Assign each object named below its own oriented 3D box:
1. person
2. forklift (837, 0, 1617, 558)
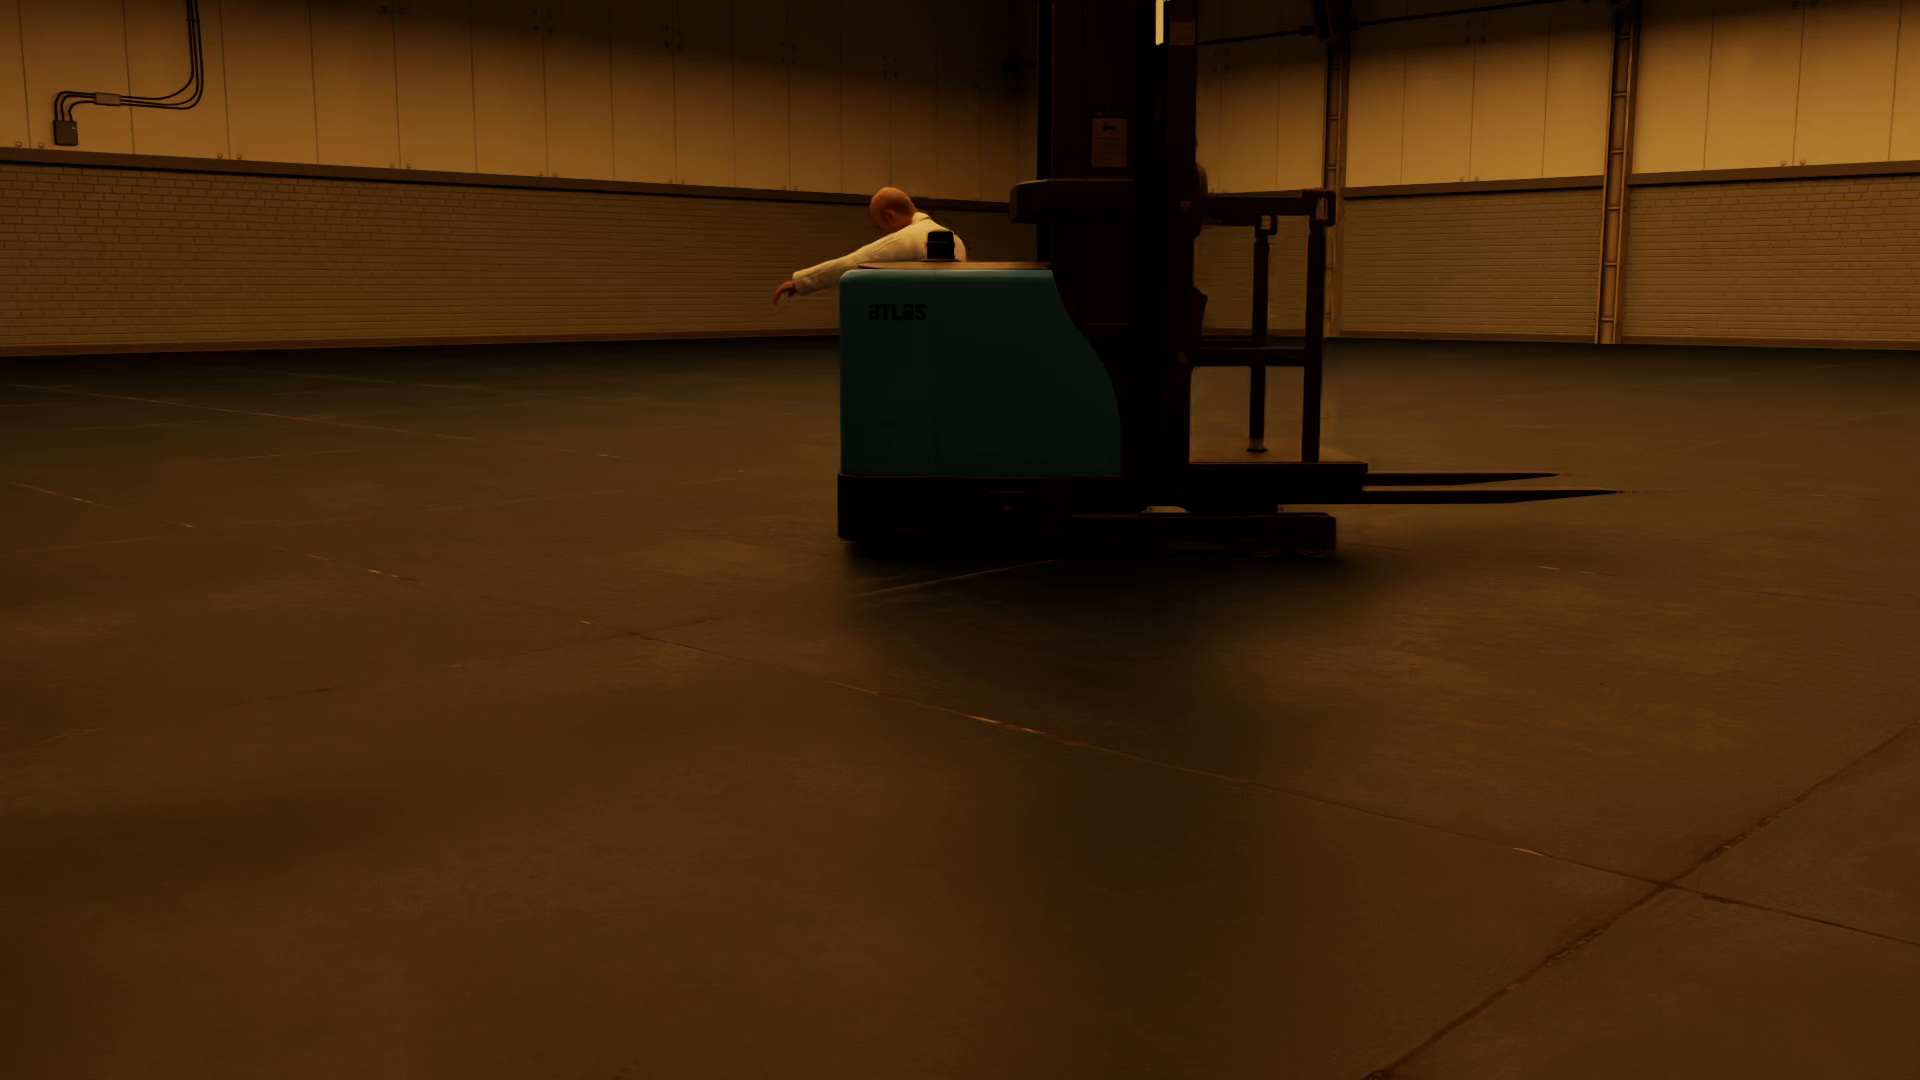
[{"bbox_3d":[-0.252,-0.857,7.867,1.115,1.543,1.105,6,11,35],"label":"person"},{"bbox_3d":[1.039,-1.461,6.577,3.031,2.935,1.130,0,9,-2],"label":"forklift"}]
